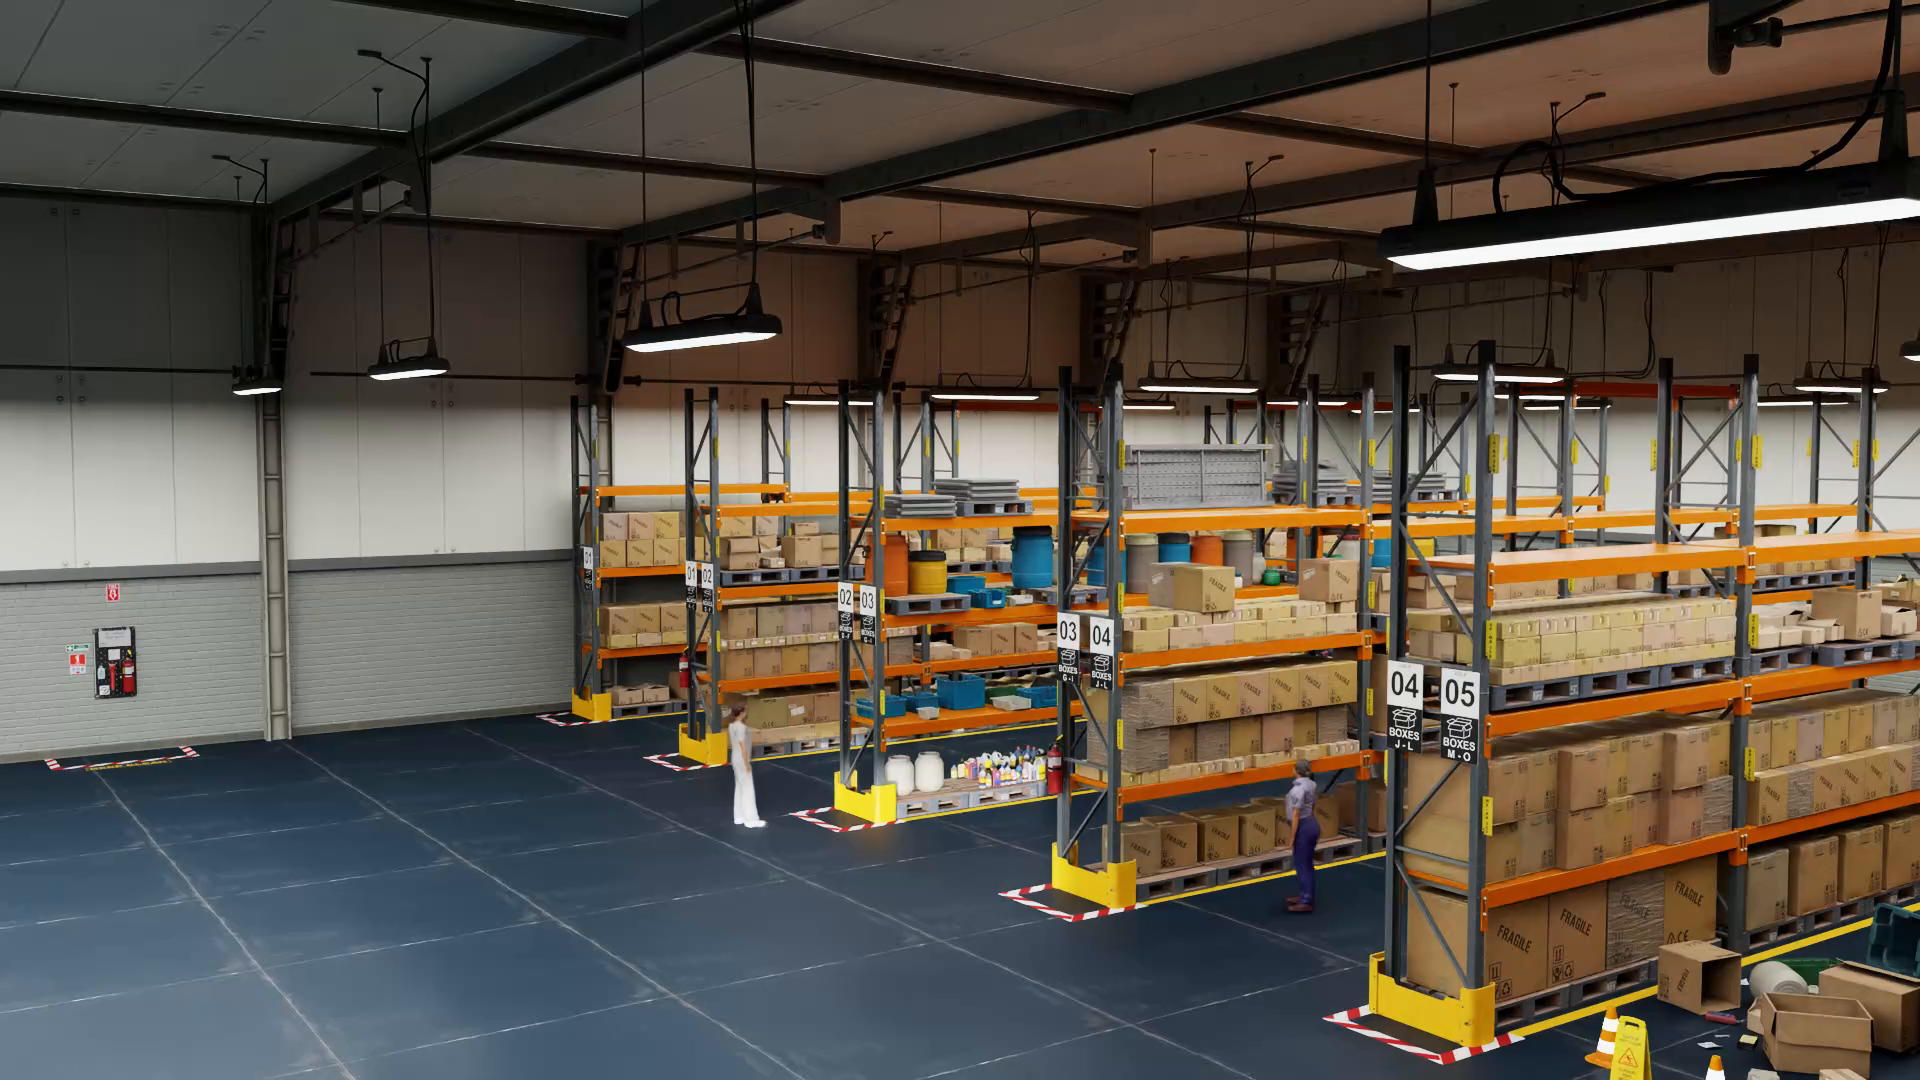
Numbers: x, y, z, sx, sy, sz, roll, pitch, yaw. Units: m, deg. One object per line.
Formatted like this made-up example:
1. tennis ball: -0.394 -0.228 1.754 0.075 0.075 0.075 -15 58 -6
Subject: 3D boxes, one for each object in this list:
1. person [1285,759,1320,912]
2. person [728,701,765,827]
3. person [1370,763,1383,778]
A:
1. person: 3.761 3.229 18.298 0.373 1.655 0.520 1 4 17
2. person: -2.861 2.986 22.261 0.490 1.671 0.490 -1 3 -10
3. person: 5.946 2.941 23.897 0.353 1.612 0.515 2 4 28
